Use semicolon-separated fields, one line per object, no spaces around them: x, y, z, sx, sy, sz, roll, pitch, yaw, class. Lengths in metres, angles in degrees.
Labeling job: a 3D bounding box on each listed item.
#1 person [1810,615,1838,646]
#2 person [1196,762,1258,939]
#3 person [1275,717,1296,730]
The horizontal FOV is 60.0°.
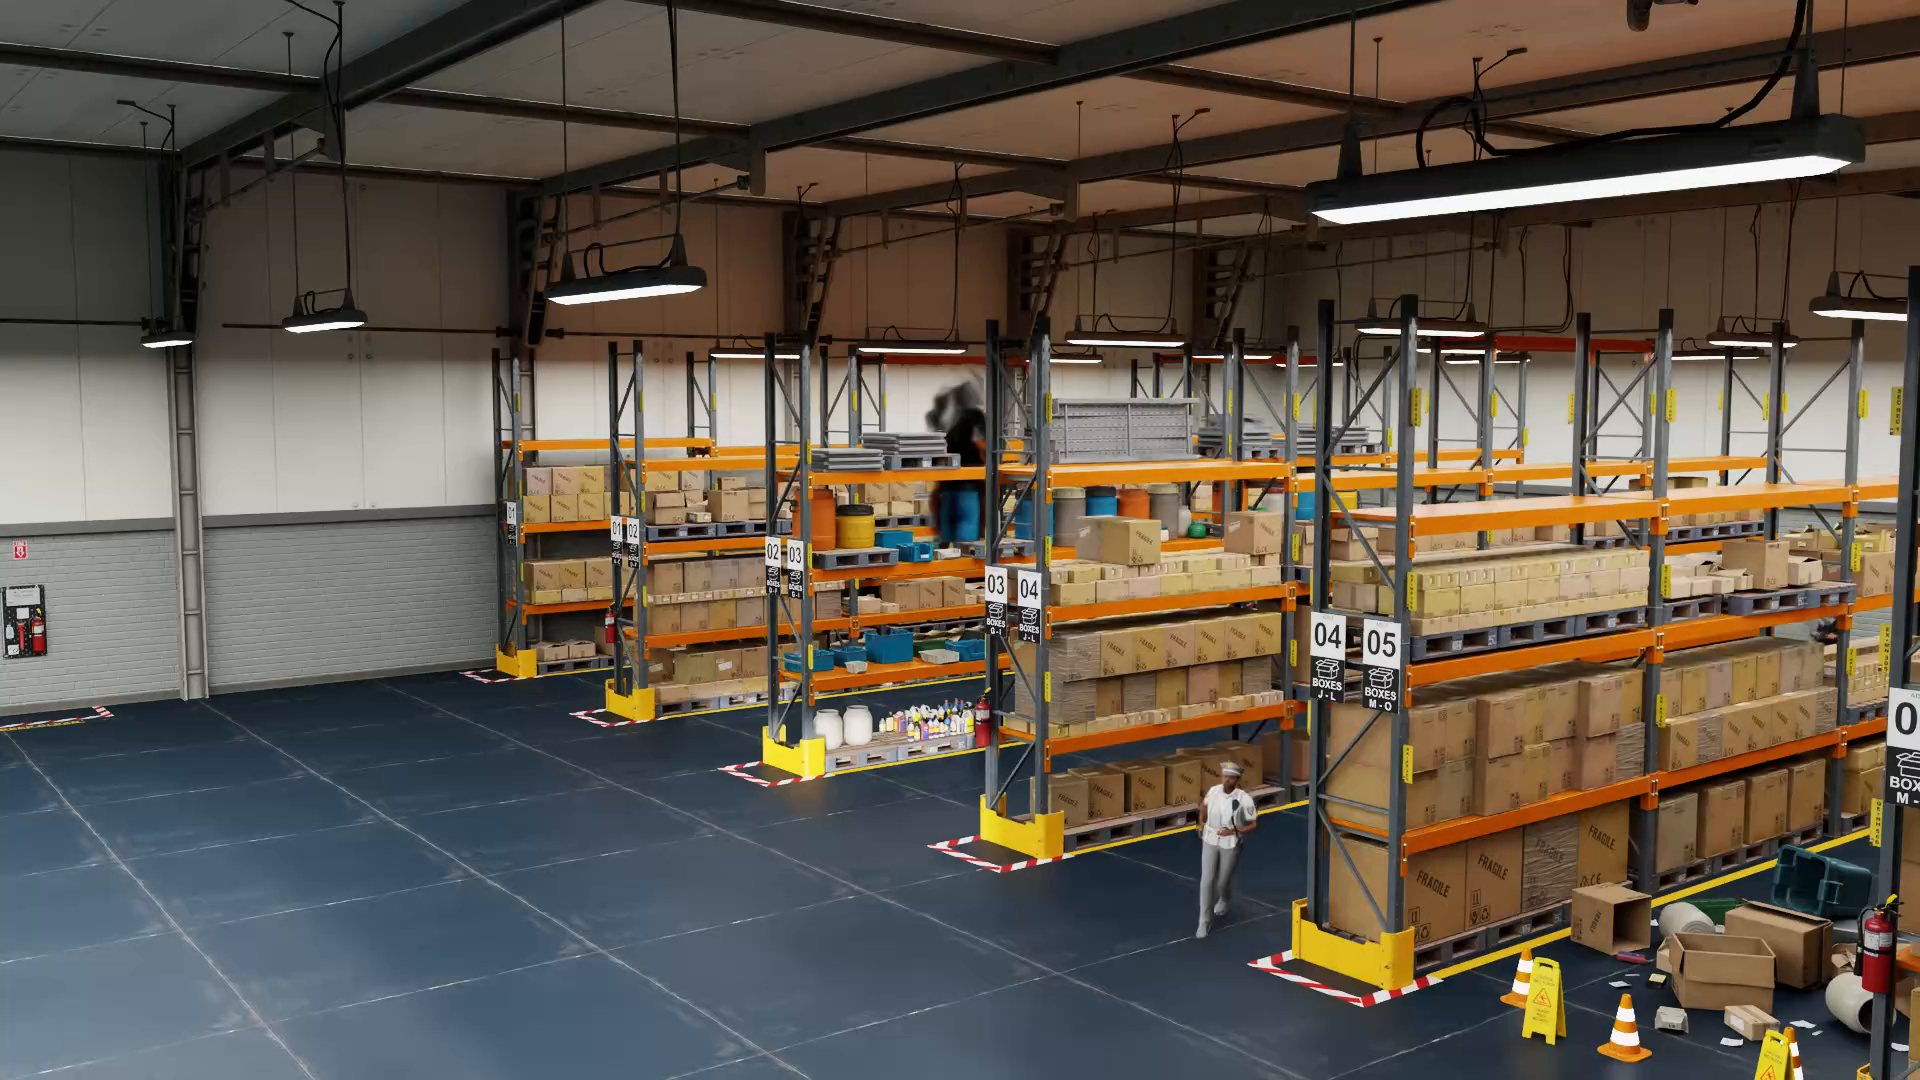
14.800;1.862;28.359;0.687;1.688;0.829;-1;5;-13;person
2.576;2.952;16.034;0.613;1.699;0.800;3;6;27;person
4.664;2.140;23.898;0.856;1.765;0.645;-5;7;-43;person
